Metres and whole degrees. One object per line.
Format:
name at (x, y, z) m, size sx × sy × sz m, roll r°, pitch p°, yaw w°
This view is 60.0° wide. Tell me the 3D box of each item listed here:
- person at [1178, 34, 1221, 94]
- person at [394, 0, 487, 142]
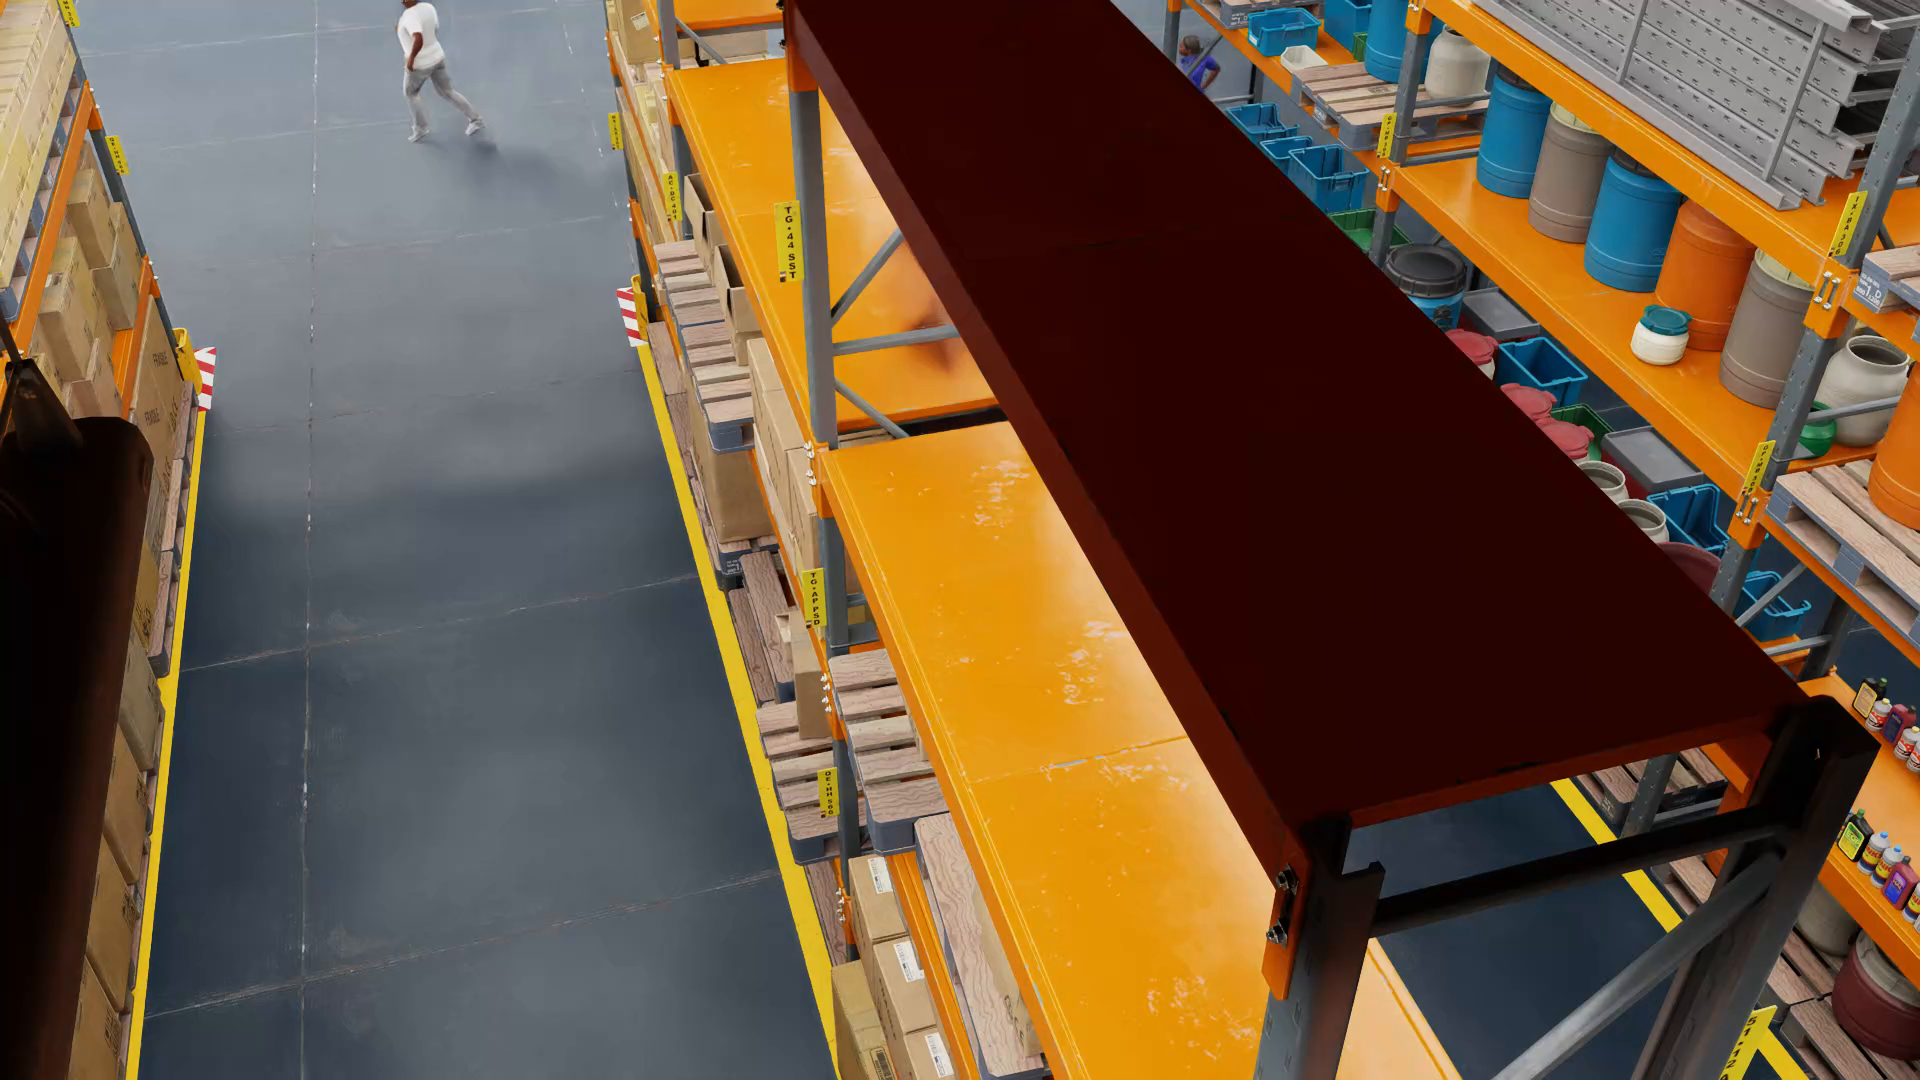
person at (2.408, -4.434, 17.151) m, size 0.682 × 1.661 × 0.646 m, roll 16°, pitch 41°, yaw 19°
person at (-5.670, -5.079, 17.817) m, size 0.913 × 1.811 × 0.702 m, roll 14°, pitch 41°, yaw 17°
